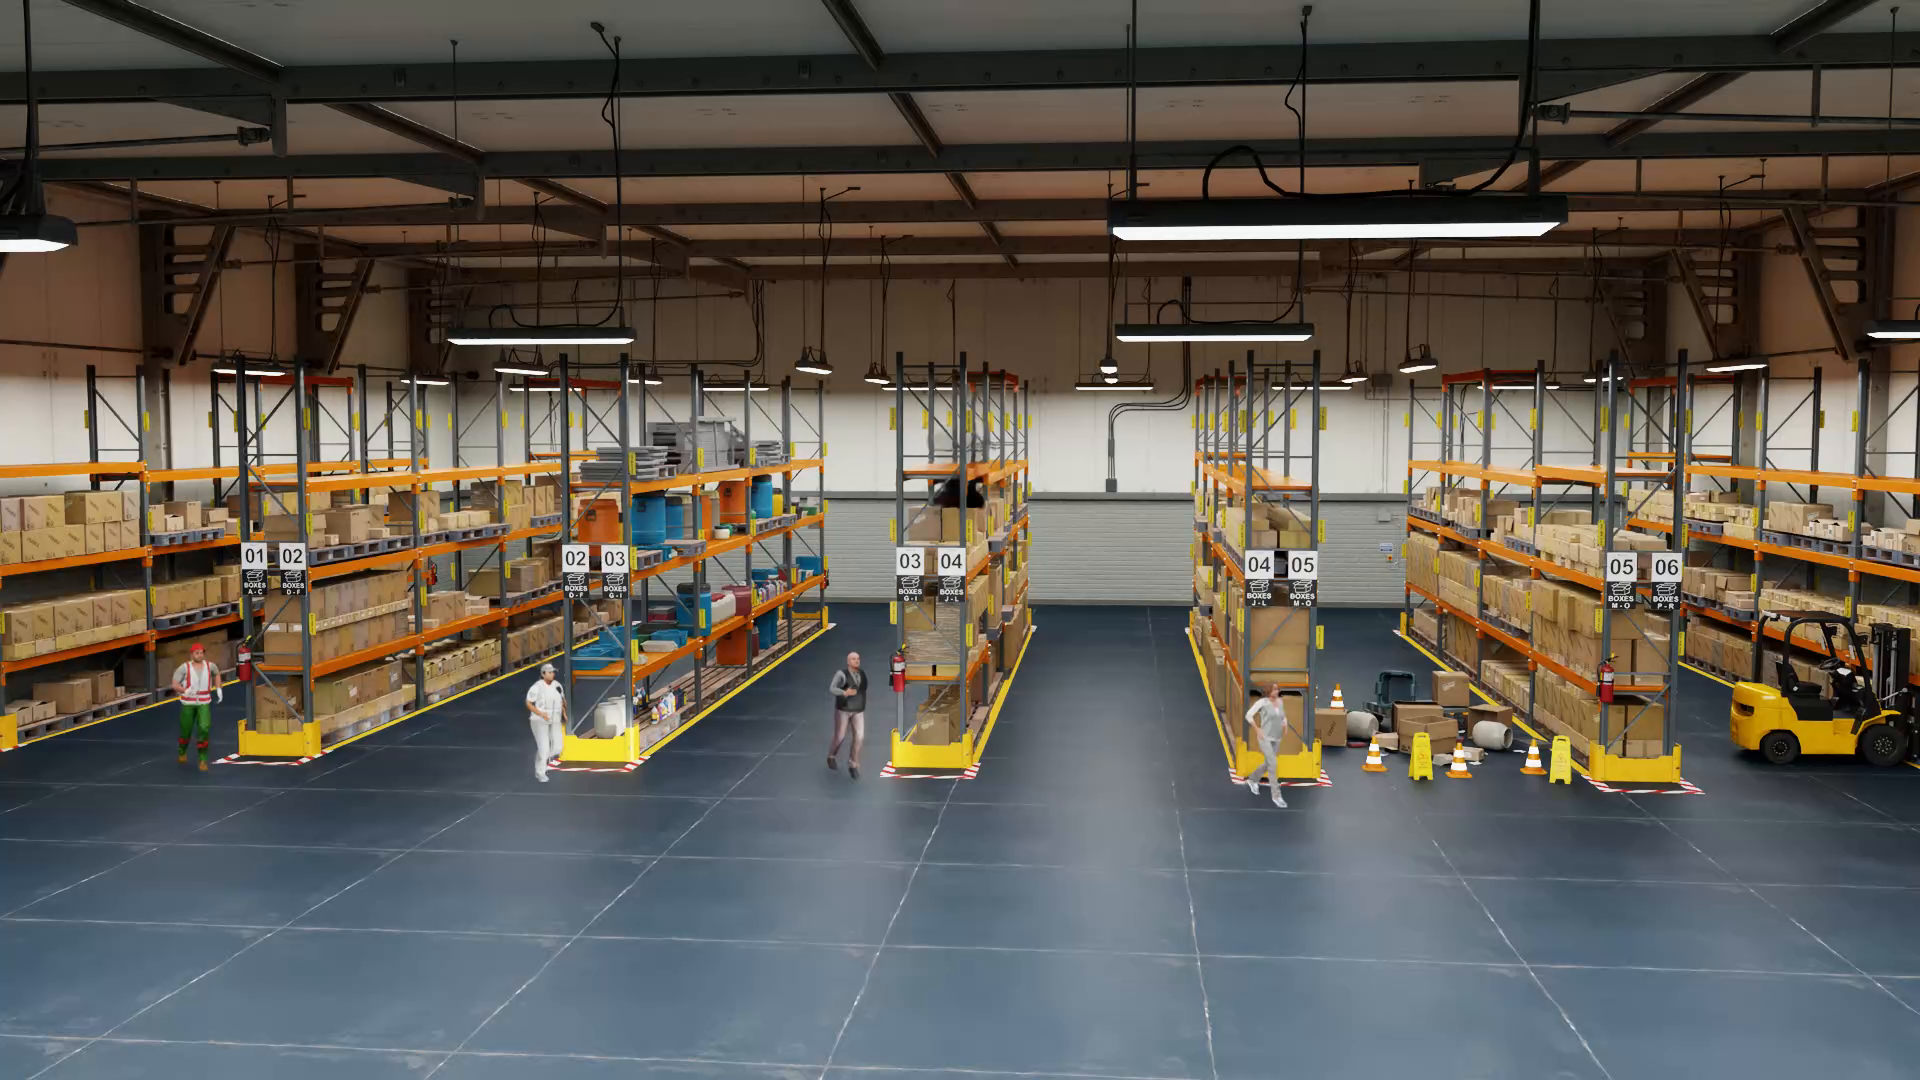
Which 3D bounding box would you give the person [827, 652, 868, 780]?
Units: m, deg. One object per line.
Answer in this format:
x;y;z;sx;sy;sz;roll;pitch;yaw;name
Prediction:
-1.556;2.469;23.607;0.663;1.768;0.821;-2;5;-26;person

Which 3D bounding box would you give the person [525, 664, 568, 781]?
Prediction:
-5.766;2.548;23.308;0.660;1.628;0.536;-4;5;-42;person

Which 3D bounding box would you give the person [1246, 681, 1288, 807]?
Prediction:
4.064;2.645;21.879;0.540;1.606;0.804;-3;5;-32;person

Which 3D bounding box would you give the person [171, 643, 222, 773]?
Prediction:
-11.019;2.396;24.039;0.696;1.840;0.803;-3;5;-34;person
